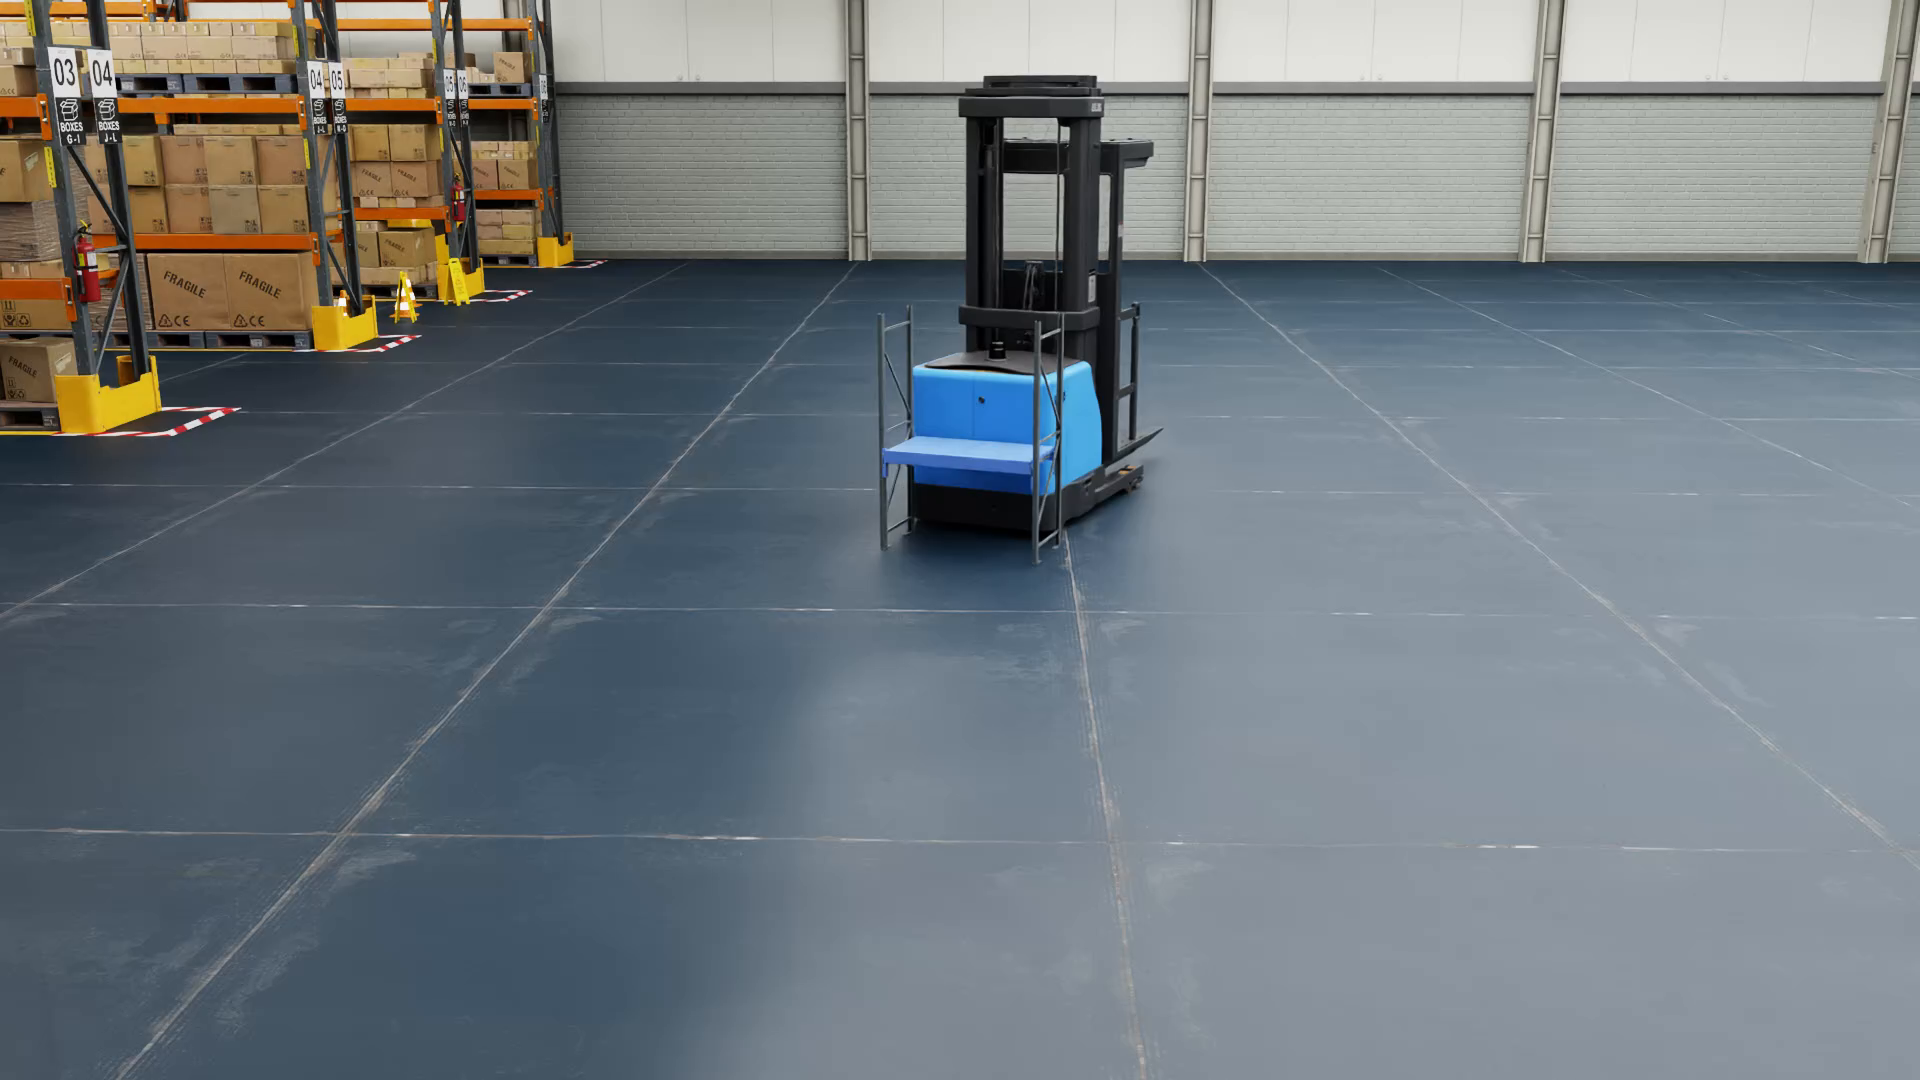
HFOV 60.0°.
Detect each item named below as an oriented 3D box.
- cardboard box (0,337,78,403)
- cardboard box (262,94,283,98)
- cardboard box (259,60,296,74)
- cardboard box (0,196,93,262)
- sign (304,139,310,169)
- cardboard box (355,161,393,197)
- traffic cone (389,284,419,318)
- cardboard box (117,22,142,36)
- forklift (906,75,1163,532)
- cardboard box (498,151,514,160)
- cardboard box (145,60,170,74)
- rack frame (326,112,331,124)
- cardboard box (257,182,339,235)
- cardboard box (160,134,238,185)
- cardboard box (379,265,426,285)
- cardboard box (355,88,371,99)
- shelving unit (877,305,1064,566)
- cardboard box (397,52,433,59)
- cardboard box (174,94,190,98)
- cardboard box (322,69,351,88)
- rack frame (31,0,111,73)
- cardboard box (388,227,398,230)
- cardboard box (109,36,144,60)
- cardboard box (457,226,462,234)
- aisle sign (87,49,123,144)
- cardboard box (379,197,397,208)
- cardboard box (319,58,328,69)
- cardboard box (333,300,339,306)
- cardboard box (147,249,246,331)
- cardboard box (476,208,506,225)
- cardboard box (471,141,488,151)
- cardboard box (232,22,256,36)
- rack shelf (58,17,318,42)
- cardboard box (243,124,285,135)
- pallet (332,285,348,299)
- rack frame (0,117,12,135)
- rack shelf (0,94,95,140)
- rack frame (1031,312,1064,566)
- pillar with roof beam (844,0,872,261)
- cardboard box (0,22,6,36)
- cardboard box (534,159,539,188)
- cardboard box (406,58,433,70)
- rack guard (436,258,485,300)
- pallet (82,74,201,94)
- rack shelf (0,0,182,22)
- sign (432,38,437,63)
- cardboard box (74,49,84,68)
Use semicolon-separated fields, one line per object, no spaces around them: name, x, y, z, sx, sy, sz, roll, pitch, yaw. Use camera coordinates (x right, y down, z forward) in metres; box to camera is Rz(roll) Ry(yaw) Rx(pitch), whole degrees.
cardboard box;-8.122;-1.518;14.790;0.500;0.500;0.500;3;15;12
cardboard box;-9.651;-6.302;23.459;0.250;0.149;0.380;0;15;0
cardboard box;-7.611;-5.275;18.548;0.250;0.149;0.380;0;15;1
cardboard box;-8.047;-2.718;14.482;0.500;0.500;0.875;0;15;1
sign;-7.298;-4.315;18.583;0.005;0.325;0.100;0;15;1
cardboard box;-8.295;-5.172;23.785;0.500;0.500;0.500;0;15;2
traffic cone;-7.396;-3.204;22.078;0.334;0.463;0.336;0;15;1
cardboard box;-9.140;-5.671;18.484;0.250;0.149;0.380;0;15;2
forklift;0.709;-1.799;11.913;1.130;2.935;3.031;7;16;24
cardboard box;-7.732;-6.595;28.490;0.250;0.149;0.380;1;15;2
cardboard box;-8.881;-5.284;18.580;0.250;0.149;0.380;0;15;2
rack frame;-11.120;-6.334;28.969;0.127;3.000;1.000;0;15;1
cardboard box;-7.642;-3.843;19.231;0.550;0.550;0.875;0;15;1
cardboard box;-8.748;-4.405;19.244;0.550;0.550;0.875;0;15;1
cardboard box;-8.084;-3.853;24.129;0.500;0.250;0.500;0;15;1
cardboard box;-8.374;-6.325;23.544;0.250;0.149;0.380;0;15;2
shelving unit;0.070;-0.674;10.453;1.048;1.500;0.538;6;16;20
cardboard box;-9.176;-8.046;28.356;0.637;0.503;0.797;1;15;3
cardboard box;-10.935;-6.332;23.573;0.250;0.149;0.380;0;15;1
cardboard box;-8.785;-6.504;23.444;0.500;0.250;0.500;1;15;3
rack frame;-7.498;-5.416;13.727;0.127;3.000;1.000;0;15;1
cardboard box;-8.591;-4.357;24.569;0.500;0.500;0.500;0;15;-1
cardboard box;-9.272;-5.495;18.598;0.500;0.250;0.500;1;15;2
cardboard box;-8.634;-5.351;28.828;0.500;0.250;0.500;0;15;0
aisle sign;-7.428;-3.848;14.450;0.004;0.787;0.394;0;15;1
cardboard box;-8.136;-4.849;23.832;0.250;0.149;0.380;0;15;0
cardboard box;-8.860;-6.719;23.475;0.250;0.149;0.380;0;15;0
cardboard box;-8.606;-3.157;22.515;0.250;0.149;0.380;9;17;30
cardboard box;-8.829;-2.948;19.475;0.875;0.875;0.875;0;15;1
cardboard box;-8.100;-5.590;28.756;0.500;0.250;0.500;1;15;2
cardboard box;-8.242;-6.772;28.576;0.250;0.149;0.380;0;15;2
cardboard box;-7.865;-5.663;18.454;0.250;0.149;0.380;0;15;2
rack shelf;-13.120;-8.707;28.395;4.000;0.370;1.077;0;15;1
cardboard box;-9.798;-5.667;23.700;0.500;0.500;0.700;0;15;0
pallet;-9.348;-3.717;24.516;1.213;0.211;1.003;0;15;1
rack frame;-11.269;-3.805;19.383;0.127;3.000;1.000;0;15;1
rack shelf;-9.497;-3.631;14.251;4.000;0.370;1.077;0;15;1
rack frame;0.544;-0.627;10.277;0.032;1.500;0.500;6;16;20
pillar with roof beam;-1.907;-8.306;24.683;0.400;9.000;9.100;0;15;1
cardboard box;-10.658;-5.681;18.522;0.250;0.149;0.380;0;15;1
cardboard box;-7.610;-6.431;29.138;0.500;0.500;0.500;1;15;3
cardboard box;-7.590;-6.684;23.342;0.250;0.149;0.380;1;15;2
rack guard;-7.321;-3.834;24.393;0.348;0.500;1.175;0;15;1
pallet;-9.235;-5.196;18.949;1.213;0.211;1.003;0;15;1
rack shelf;-13.243;-7.441;23.597;4.000;0.370;1.077;0;15;1
sign;-7.279;-6.779;23.040;0.005;0.325;0.100;0;15;1
cardboard box;-7.767;-4.146;14.309;0.250;0.149;0.380;0;15;1
